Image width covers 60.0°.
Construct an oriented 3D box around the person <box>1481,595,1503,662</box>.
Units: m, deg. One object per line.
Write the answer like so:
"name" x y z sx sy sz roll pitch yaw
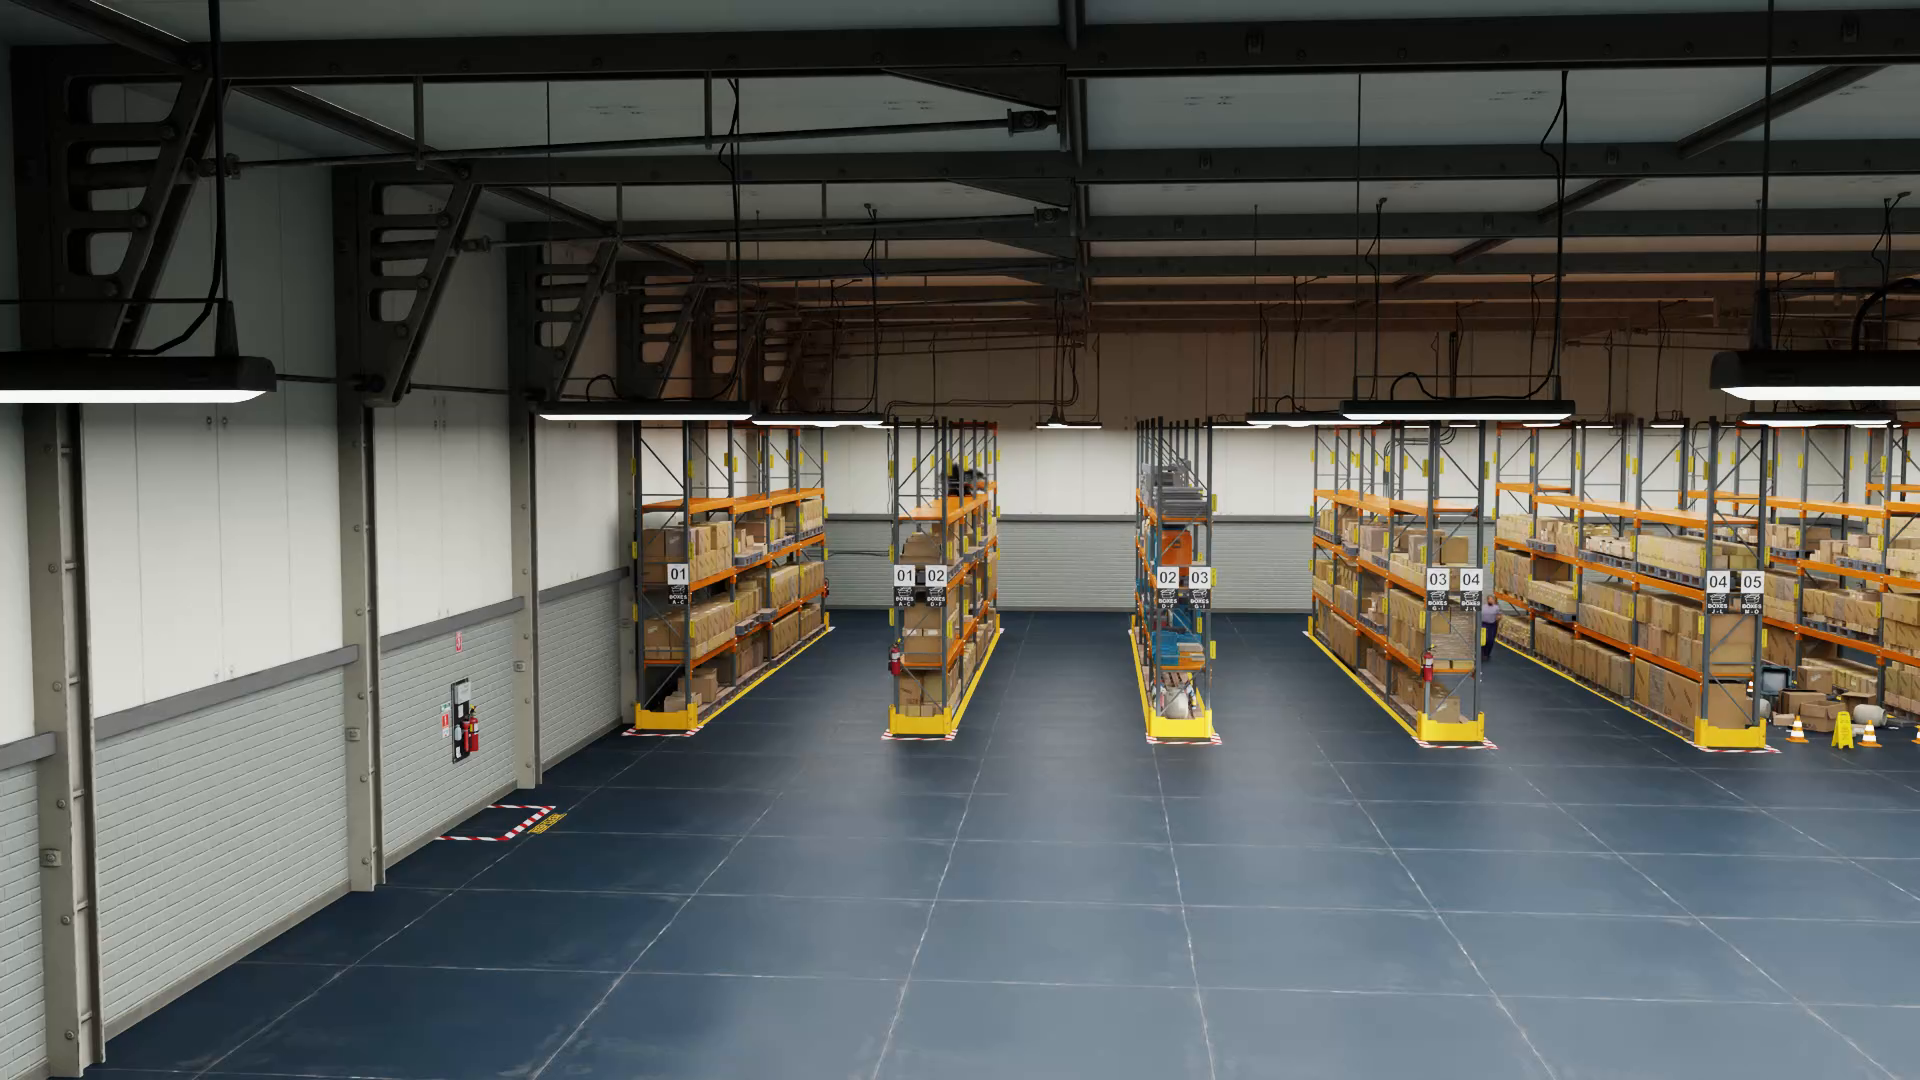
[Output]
"person" 13.243 2.211 41.513 0.582 1.671 0.714 0 4 3
